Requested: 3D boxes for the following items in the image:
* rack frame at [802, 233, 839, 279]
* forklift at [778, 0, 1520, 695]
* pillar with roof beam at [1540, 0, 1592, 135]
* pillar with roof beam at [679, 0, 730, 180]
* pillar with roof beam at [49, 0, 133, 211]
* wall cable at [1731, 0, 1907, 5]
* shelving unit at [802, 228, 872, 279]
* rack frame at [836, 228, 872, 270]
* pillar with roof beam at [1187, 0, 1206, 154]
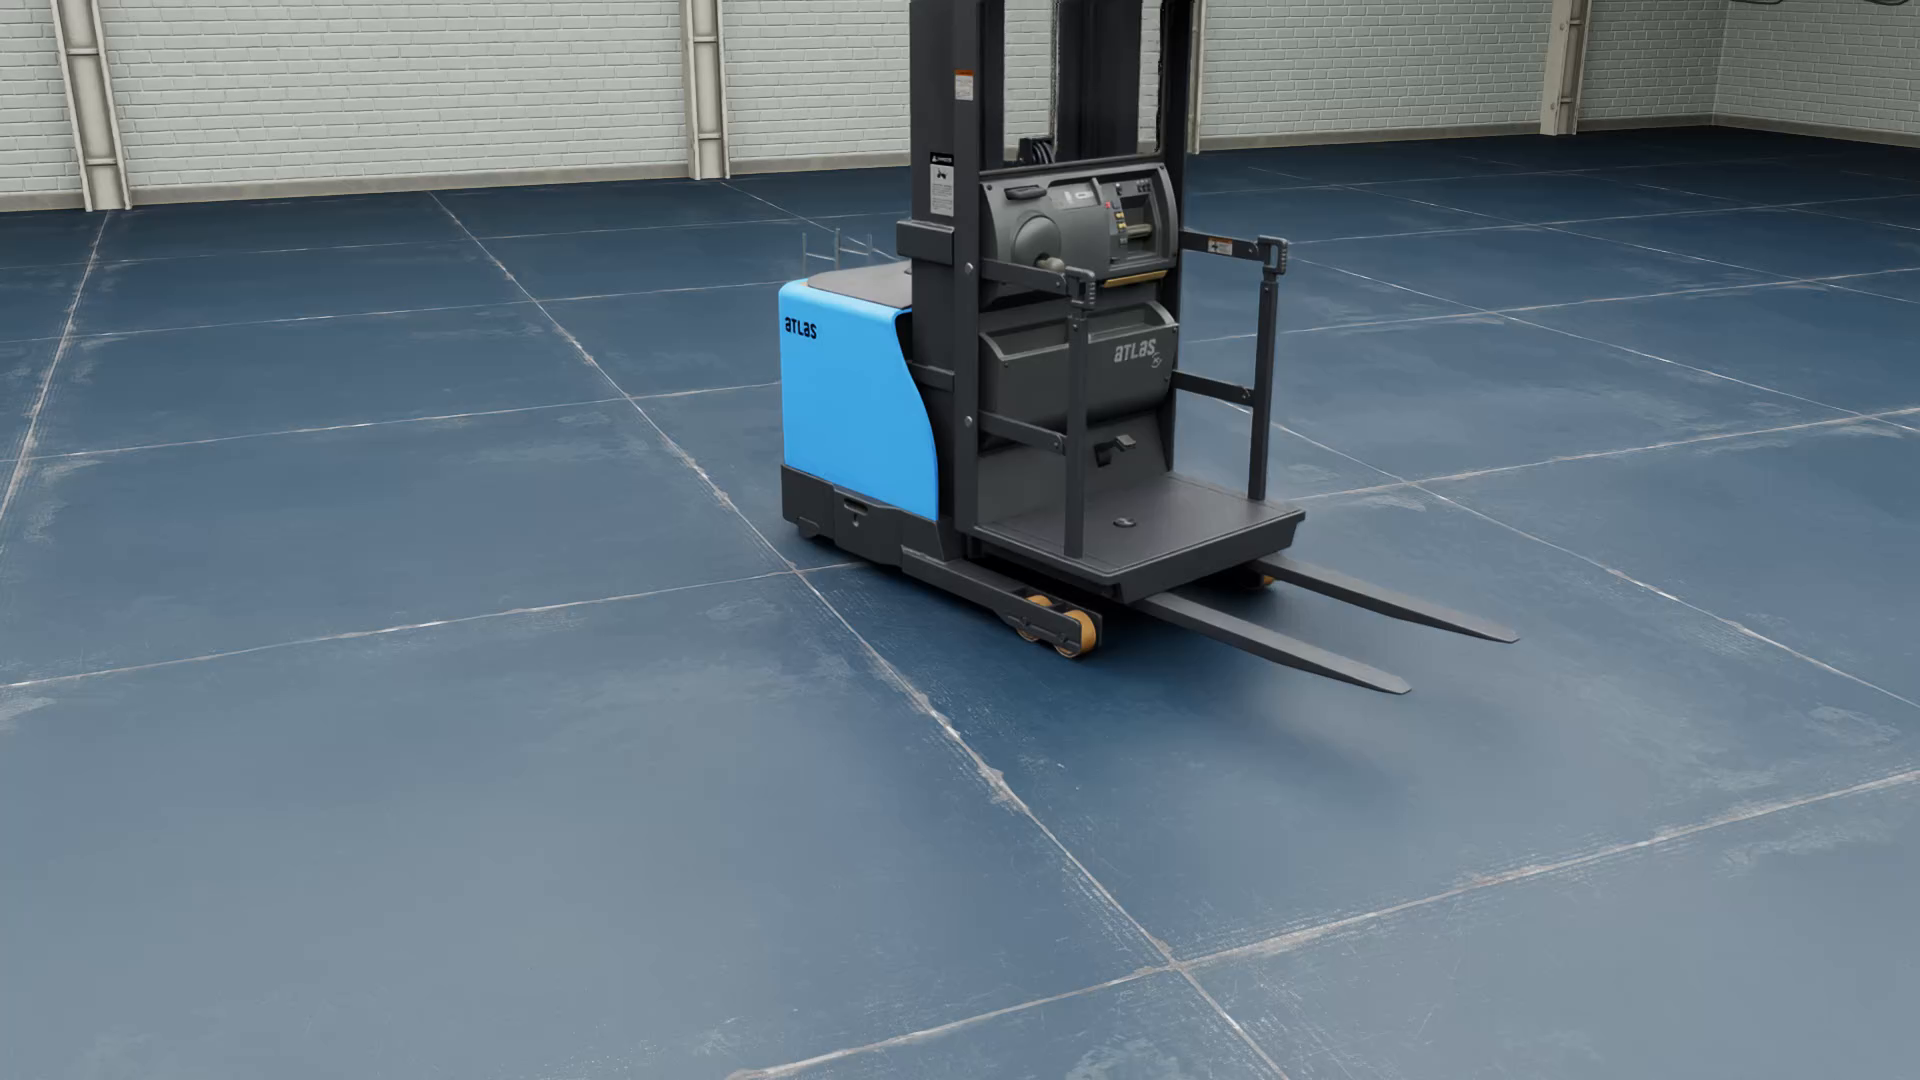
[{"bbox_3d":[-0.596,-0.728,7.283,0.006,1.200,0.240,-17,26,-40],"label":"rack frame"},{"bbox_3d":[0.590,-1.158,5.898,1.130,2.935,3.031,-16,25,-38],"label":"forklift"},{"bbox_3d":[9.942,-8.535,17.712,0.400,9.000,9.100,-8,21,-22],"label":"pillar with roof beam"},{"bbox_3d":[-1.076,-6.956,13.229,0.400,9.000,9.100,-8,21,-22],"label":"pillar with roof beam"},{"bbox_3d":[-6.586,-6.167,10.987,0.400,9.000,9.100,-8,21,-22],"label":"pillar with roof beam"},{"bbox_3d":[11.466,-8.367,21.912,0.112,2.526,3.097,-8,21,-22],"label":"wall cable"},{"bbox_3d":[-0.529,-0.748,7.341,0.189,1.200,0.258,-17,26,-40],"label":"shelving unit"},{"bbox_3d":[-0.461,-0.769,7.399,0.006,1.200,0.240,-17,26,-40],"label":"rack frame"},{"bbox_3d":[4.433,-7.746,15.471,0.400,9.000,9.100,-8,21,-22],"label":"pillar with roof beam"}]
